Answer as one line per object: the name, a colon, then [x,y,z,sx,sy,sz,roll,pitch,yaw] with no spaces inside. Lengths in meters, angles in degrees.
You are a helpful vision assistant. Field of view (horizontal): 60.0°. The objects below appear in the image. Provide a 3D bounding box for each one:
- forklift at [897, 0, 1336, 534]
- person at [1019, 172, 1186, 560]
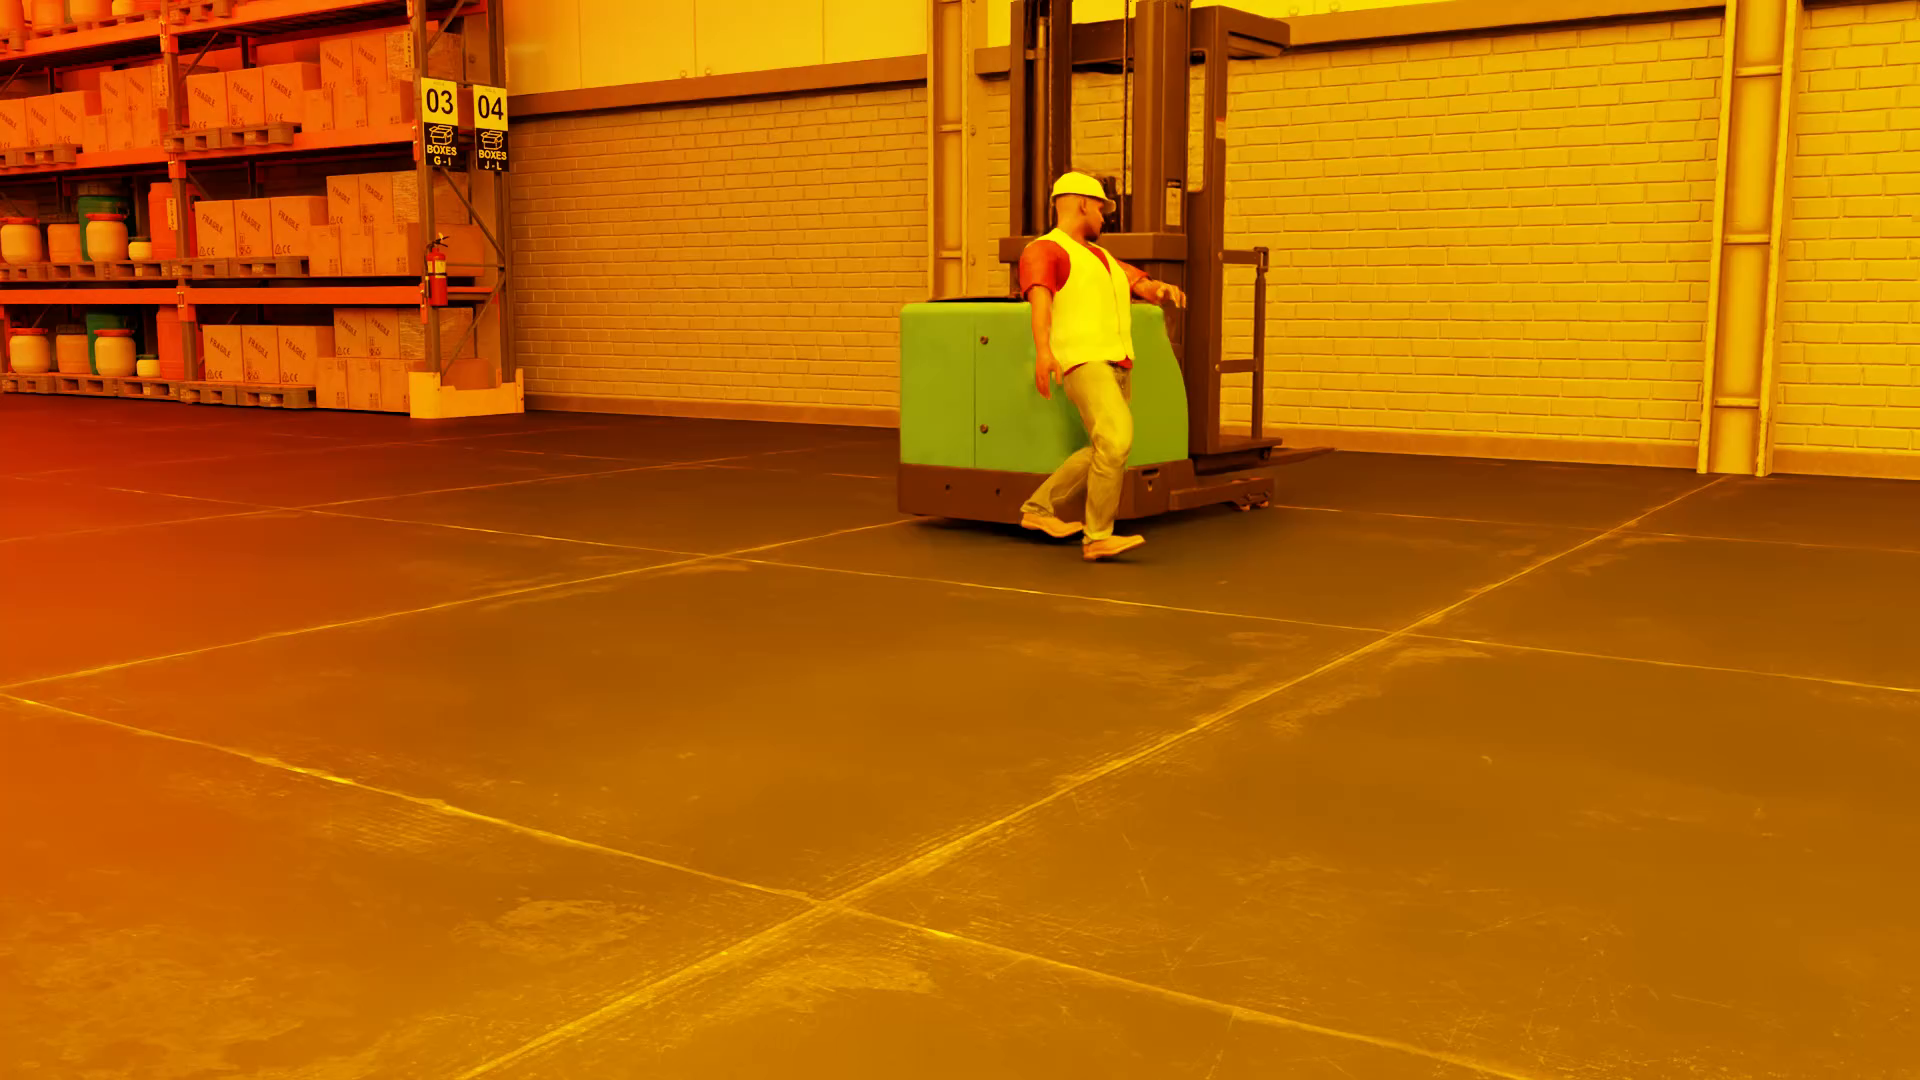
forklift: [1.013,-1.638,8.712,1.130,2.935,3.031,6,10,38]
person: [0.541,-0.736,7.008,0.850,1.634,0.799,4,9,25]
